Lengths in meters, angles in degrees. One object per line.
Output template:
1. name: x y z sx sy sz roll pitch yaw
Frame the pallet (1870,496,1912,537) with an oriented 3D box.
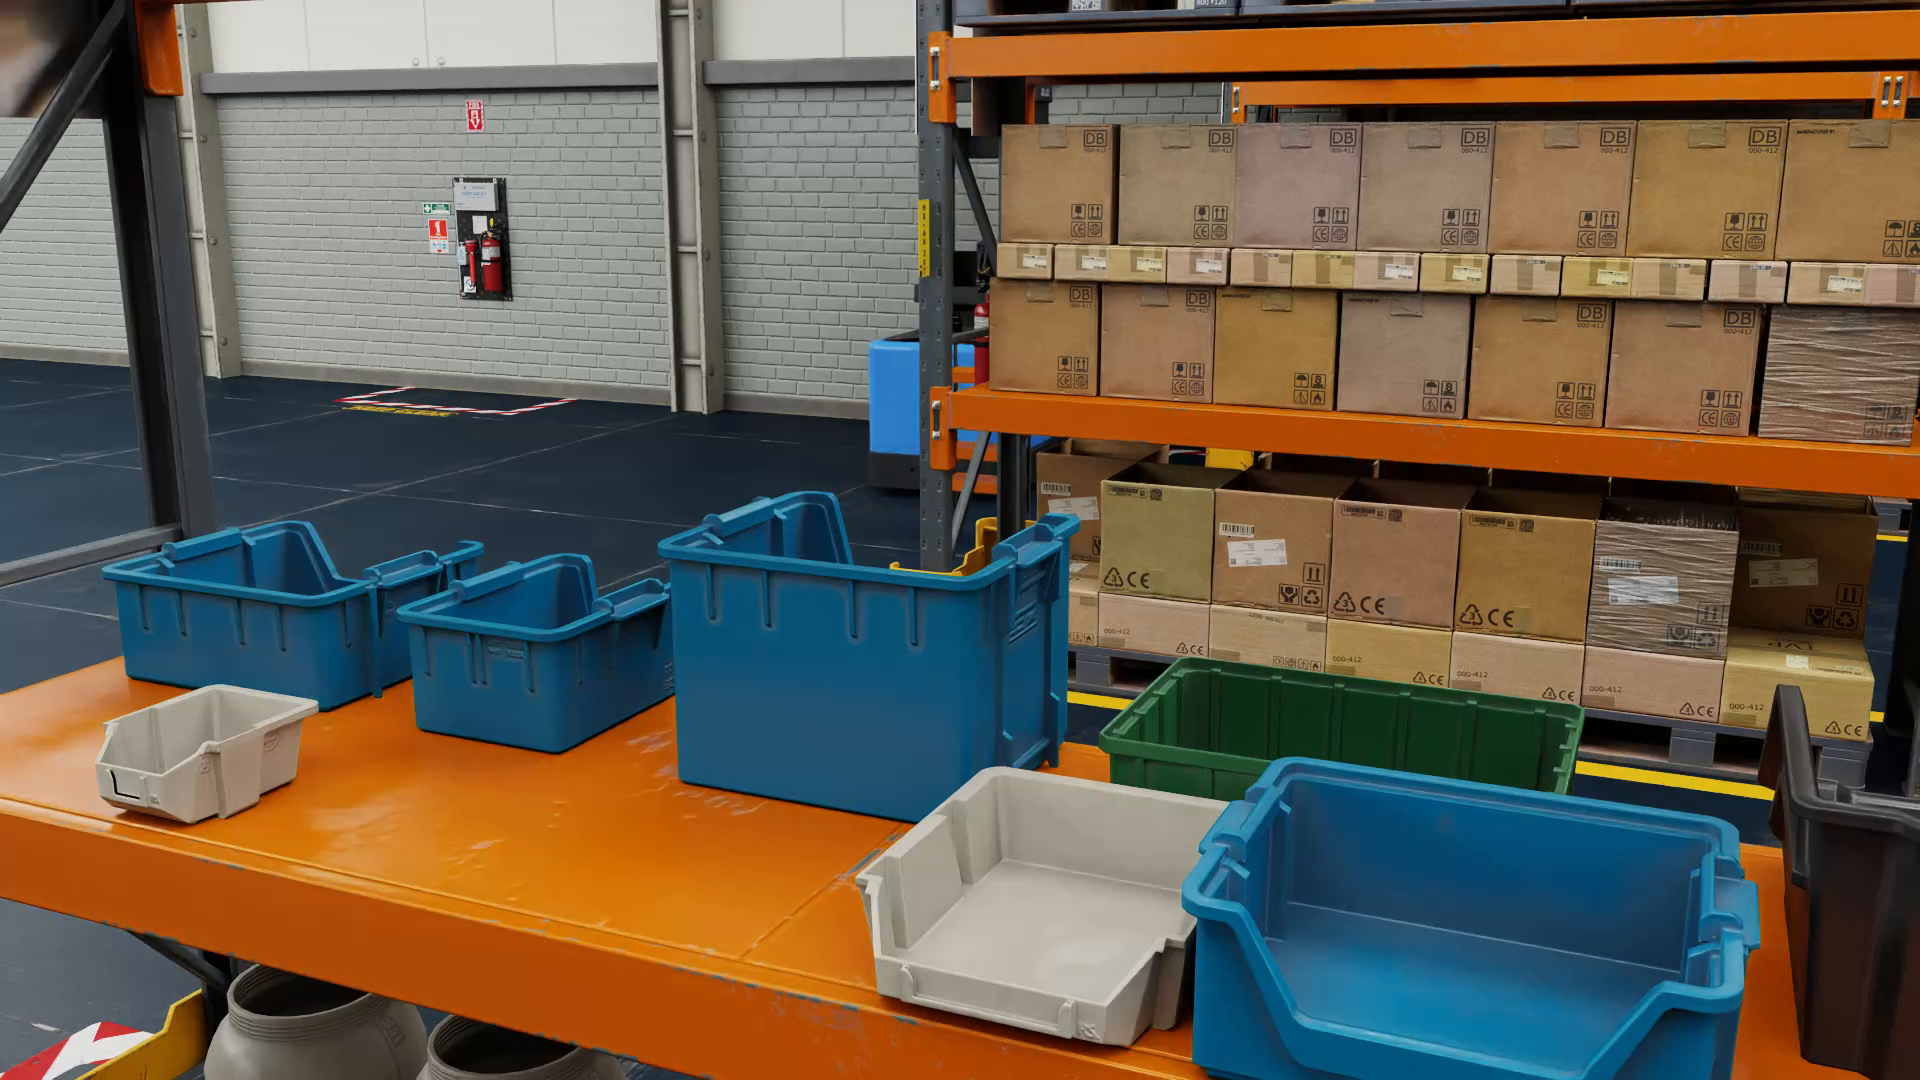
1. pallet: 6.448 -0.190 10.601 1.213 0.211 1.003 6 14 23

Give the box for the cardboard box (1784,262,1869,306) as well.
1. cardboard box: 3.172 -0.952 6.107 0.250 0.149 0.380 5 14 22

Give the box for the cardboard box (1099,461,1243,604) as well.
1. cardboard box: 0.934 -0.043 7.330 0.500 0.500 0.500 6 14 23

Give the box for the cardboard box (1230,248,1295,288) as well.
1. cardboard box: 1.292 -1.142 6.917 0.250 0.149 0.380 5 14 21

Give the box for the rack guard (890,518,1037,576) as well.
1. rack guard: 0.054 0.261 8.049 0.348 0.500 1.175 6 14 23

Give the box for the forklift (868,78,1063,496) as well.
1. forklift: 0.359 -2.013 12.417 1.130 2.935 3.031 5 14 20

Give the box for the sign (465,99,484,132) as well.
1. sign: -4.628 -4.047 15.860 0.199 0.298 0.001 6 14 23

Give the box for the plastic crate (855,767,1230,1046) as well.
1. plastic crate: 0.136 0.481 2.214 0.437 0.136 0.530 6 14 23

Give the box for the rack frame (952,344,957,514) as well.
1. rack frame: -0.072 -0.591 10.149 0.015 1.200 0.240 6 14 23

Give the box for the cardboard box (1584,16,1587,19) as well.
1. cardboard box: 4.195 -3.225 10.606 0.500 0.500 0.500 5 14 21

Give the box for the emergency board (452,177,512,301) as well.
1. emergency board: -4.661 -2.897 16.033 0.643 1.169 0.194 6 14 23

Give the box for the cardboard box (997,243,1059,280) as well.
1. cardboard box: 0.347 -1.237 7.322 0.250 0.149 0.380 6 14 23

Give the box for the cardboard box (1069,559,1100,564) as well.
1. cardboard box: 0.686 0.168 8.072 0.500 0.250 0.500 6 14 23

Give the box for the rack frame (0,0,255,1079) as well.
1. rack frame: -1.936 0.081 3.344 0.053 2.616 0.949 6 14 23

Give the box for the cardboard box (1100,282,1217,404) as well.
1. cardboard box: 0.979 -0.909 7.344 0.500 0.500 0.700 6 15 25

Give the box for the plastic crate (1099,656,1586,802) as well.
1. plastic crate: 0.596 0.369 2.580 0.662 0.188 0.450 6 14 23

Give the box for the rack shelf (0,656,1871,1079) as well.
1. rack shelf: -0.106 0.616 2.640 4.000 0.370 1.077 6 14 23

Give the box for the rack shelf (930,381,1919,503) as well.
1. rack shelf: 1.904 -0.419 7.048 4.000 0.370 1.077 6 14 23

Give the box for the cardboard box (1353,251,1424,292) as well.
1. cardboard box: 1.752 -1.095 6.715 0.250 0.149 0.380 6 14 24

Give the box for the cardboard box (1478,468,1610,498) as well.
1. cardboard box: 2.521 -0.016 7.213 0.500 0.500 0.500 6 14 23

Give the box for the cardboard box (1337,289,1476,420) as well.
1. cardboard box: 1.914 -0.814 6.939 0.500 0.500 0.700 6 15 25

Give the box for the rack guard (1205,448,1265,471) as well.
1. rack guard: 2.148 -0.765 12.421 0.348 0.500 1.175 6 14 23

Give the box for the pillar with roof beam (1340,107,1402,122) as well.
1. pillar with roof beam: 1.325 -4.126 8.142 0.400 9.000 9.100 6 14 23

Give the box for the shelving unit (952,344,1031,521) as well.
1. shelving unit: 0.151 -0.569 10.053 0.503 1.200 0.258 6 14 23

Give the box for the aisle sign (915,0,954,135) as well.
1. aisle sign: -0.109 -2.162 7.210 0.004 0.787 0.394 6 14 23

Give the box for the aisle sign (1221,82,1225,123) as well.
1. aisle sign: 1.891 -3.199 11.629 0.004 0.787 0.394 6 14 23

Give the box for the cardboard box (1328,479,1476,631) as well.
1. cardboard box: 1.846 0.051 6.931 0.500 0.500 0.500 6 14 23

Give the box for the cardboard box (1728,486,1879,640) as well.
1. cardboard box: 3.436 0.077 6.819 0.500 0.500 0.500 6 14 23

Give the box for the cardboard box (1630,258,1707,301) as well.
1. cardboard box: 2.691 -1.000 6.311 0.250 0.149 0.380 6 14 23

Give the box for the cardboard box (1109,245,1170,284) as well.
1. cardboard box: 0.817 -1.190 7.121 0.250 0.149 0.380 6 14 23

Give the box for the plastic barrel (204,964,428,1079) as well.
1. plastic barrel: -1.302 1.132 3.391 0.421 0.512 0.421 0 13 0

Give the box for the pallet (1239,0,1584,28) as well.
1. pallet: 1.831 -2.188 6.640 1.213 0.211 1.003 6 14 23

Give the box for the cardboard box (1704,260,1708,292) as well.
1. cardboard box: 2.859 -1.084 6.671 0.250 0.149 0.380 6 14 23

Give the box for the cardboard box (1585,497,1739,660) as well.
1. cardboard box: 2.768 0.139 6.553 0.500 0.500 0.500 6 14 23

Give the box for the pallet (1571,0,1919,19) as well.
1. pallet: 2.942 -2.075 6.158 1.213 0.211 1.003 6 14 23

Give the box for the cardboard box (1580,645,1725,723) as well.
1. cardboard box: 2.767 0.505 6.637 0.500 0.250 0.500 6 14 23

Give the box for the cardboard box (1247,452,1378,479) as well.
1. cardboard box: 1.607 -0.108 7.607 0.500 0.500 0.500 6 14 23

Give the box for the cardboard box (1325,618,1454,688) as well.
1. cardboard box: 1.847 0.415 7.018 0.500 0.250 0.500 6 14 23

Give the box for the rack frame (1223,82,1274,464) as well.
1. rack frame: 2.079 -1.989 12.165 0.127 3.000 1.000 6 14 23

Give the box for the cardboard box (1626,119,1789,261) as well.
1. cardboard box: 2.862 -1.350 6.385 0.500 0.500 0.700 6 14 23

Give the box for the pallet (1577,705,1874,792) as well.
1. pallet: 3.023 0.691 6.846 1.213 0.211 1.003 6 14 23

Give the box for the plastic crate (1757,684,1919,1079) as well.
1. plastic crate: 1.296 0.406 2.096 0.504 0.338 0.767 6 14 23

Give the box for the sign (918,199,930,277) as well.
1. sign: -0.155 -1.299 7.155 0.005 0.325 0.100 6 14 23

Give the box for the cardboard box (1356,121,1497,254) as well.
1. cardboard box: 1.948 -1.443 6.780 0.500 0.500 0.700 6 14 23

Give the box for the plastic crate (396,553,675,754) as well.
1. plastic crate: -0.764 0.198 3.171 0.408 0.251 0.499 6 14 23

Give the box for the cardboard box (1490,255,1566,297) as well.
1. cardboard box: 2.237 -1.047 6.510 0.250 0.149 0.380 6 15 25

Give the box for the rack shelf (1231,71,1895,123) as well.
1. rack shelf: 3.907 -2.914 11.116 4.000 0.370 1.077 6 14 23

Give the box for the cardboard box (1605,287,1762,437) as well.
1. cardboard box: 2.840 -0.720 6.537 0.500 0.500 0.700 6 14 23

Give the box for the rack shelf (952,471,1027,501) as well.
1. rack shelf: 0.151 -0.310 10.113 0.480 0.148 0.258 6 14 23

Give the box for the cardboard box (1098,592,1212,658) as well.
1. cardboard box: 0.934 0.322 7.417 0.500 0.250 0.500 6 14 23

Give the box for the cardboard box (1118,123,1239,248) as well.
1. cardboard box: 1.029 -1.536 7.176 0.500 0.500 0.700 5 14 22

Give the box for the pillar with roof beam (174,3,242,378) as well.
1. pillar with roof beam: -9.646 -5.237 12.874 0.400 9.000 9.100 6 14 23
